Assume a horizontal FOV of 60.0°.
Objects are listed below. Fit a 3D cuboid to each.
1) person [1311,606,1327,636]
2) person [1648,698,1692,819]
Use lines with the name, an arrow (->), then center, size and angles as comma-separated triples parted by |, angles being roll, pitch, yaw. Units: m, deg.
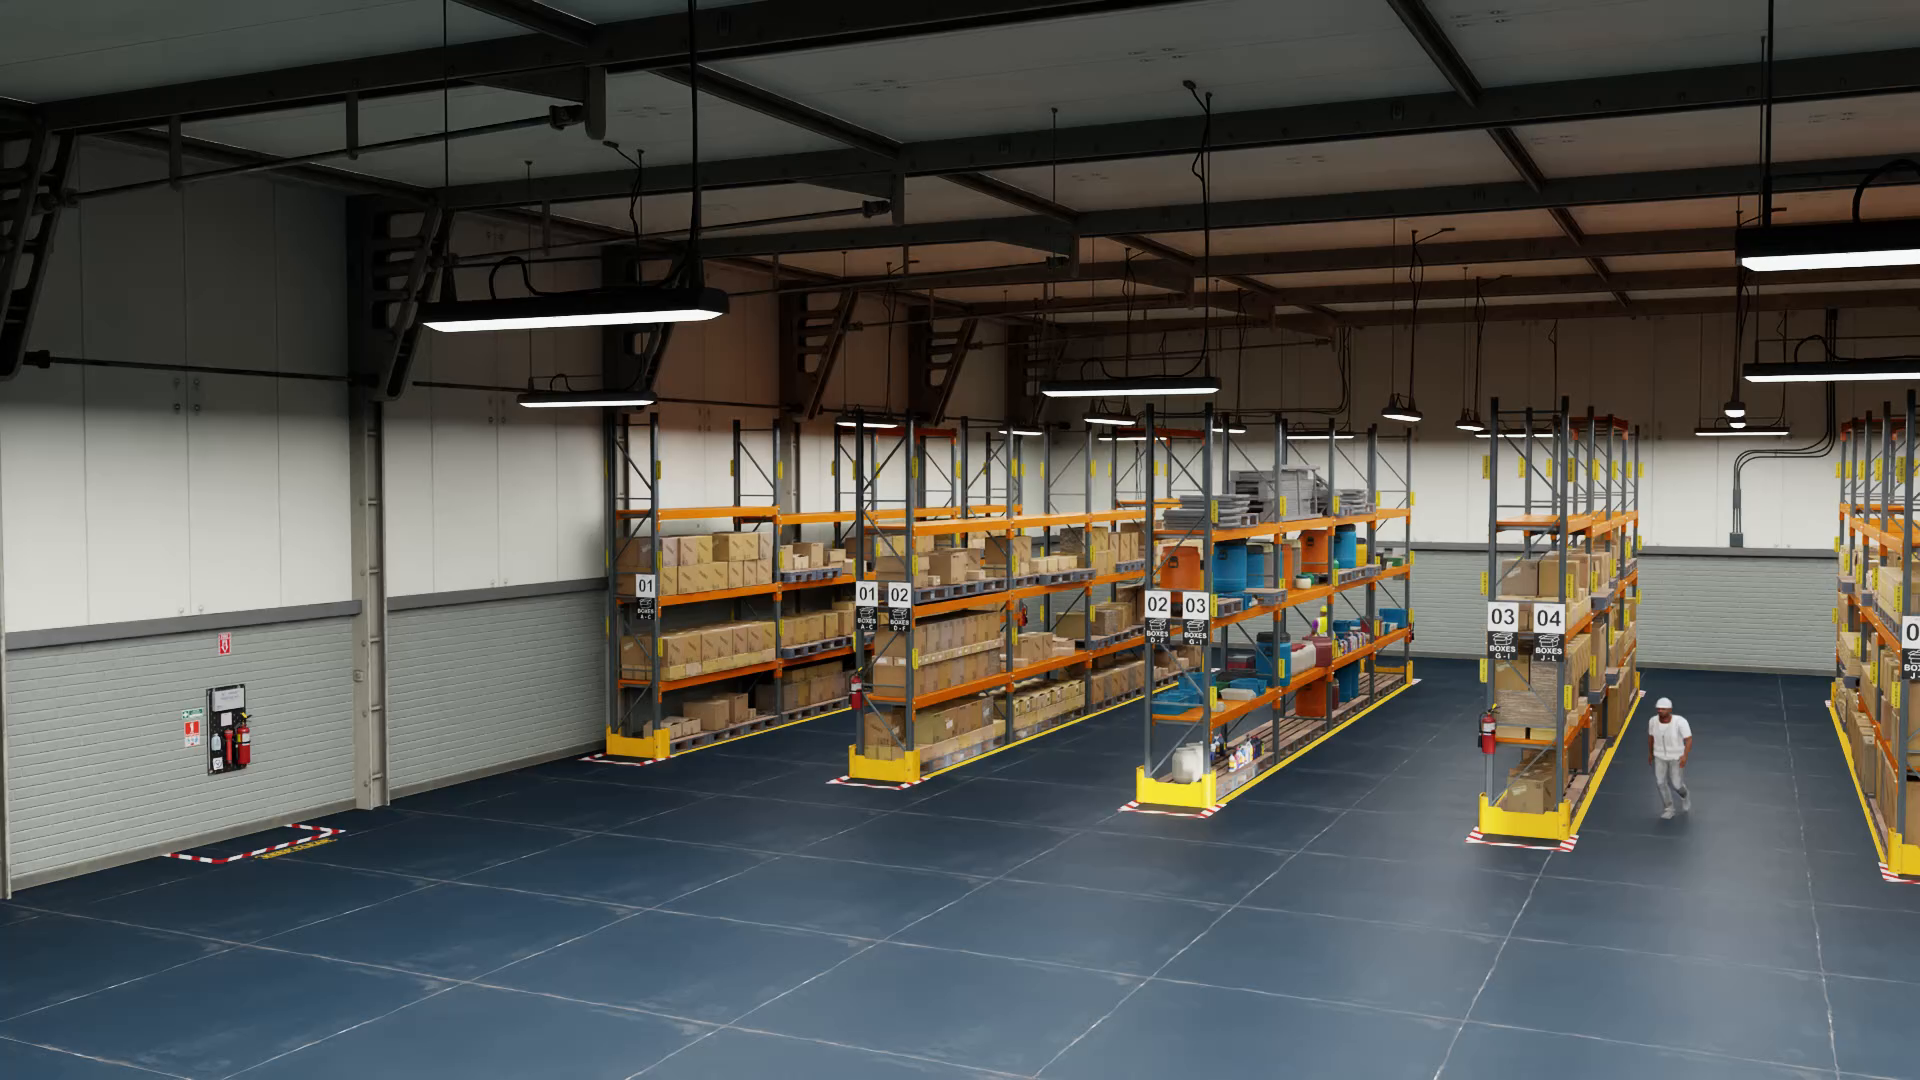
person -> 8.622, 2.452, 39.547 | 0.602, 1.767, 0.530 | 0, 2, -11
person -> 10.276, 3.127, 24.028 | 0.630, 1.732, 0.717 | 2, 3, 43
